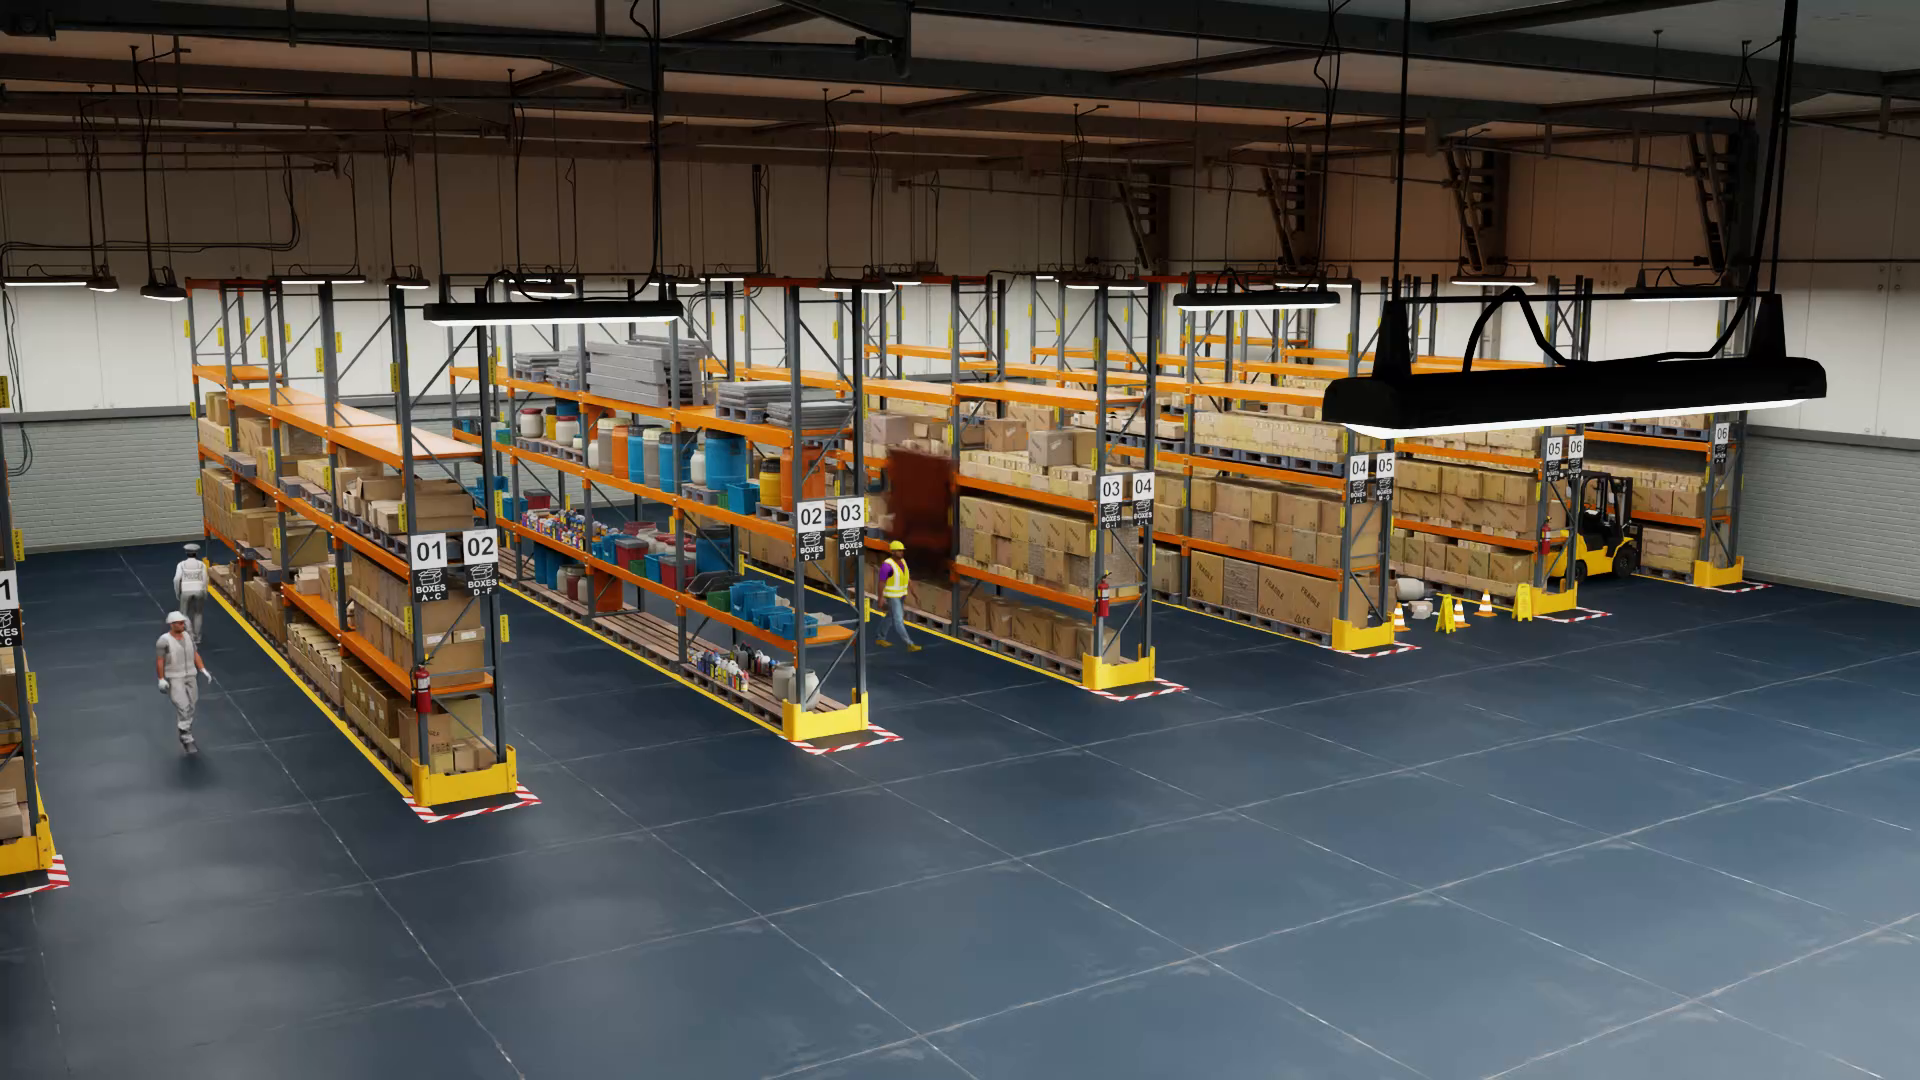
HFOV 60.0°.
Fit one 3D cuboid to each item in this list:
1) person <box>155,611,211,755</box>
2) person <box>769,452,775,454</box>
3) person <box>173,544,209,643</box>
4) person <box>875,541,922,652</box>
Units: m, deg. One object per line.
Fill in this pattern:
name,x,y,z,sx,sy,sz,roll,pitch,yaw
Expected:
person,-10.095,1.843,21.738,0.689,1.809,0.577,6,11,33
person,-4.585,-1.290,40.542,0.670,1.742,0.557,-5,11,-28
person,-12.742,0.921,27.625,0.542,1.647,0.630,-6,11,-30
person,-0.922,0.861,25.789,1.037,1.709,0.591,5,11,29
